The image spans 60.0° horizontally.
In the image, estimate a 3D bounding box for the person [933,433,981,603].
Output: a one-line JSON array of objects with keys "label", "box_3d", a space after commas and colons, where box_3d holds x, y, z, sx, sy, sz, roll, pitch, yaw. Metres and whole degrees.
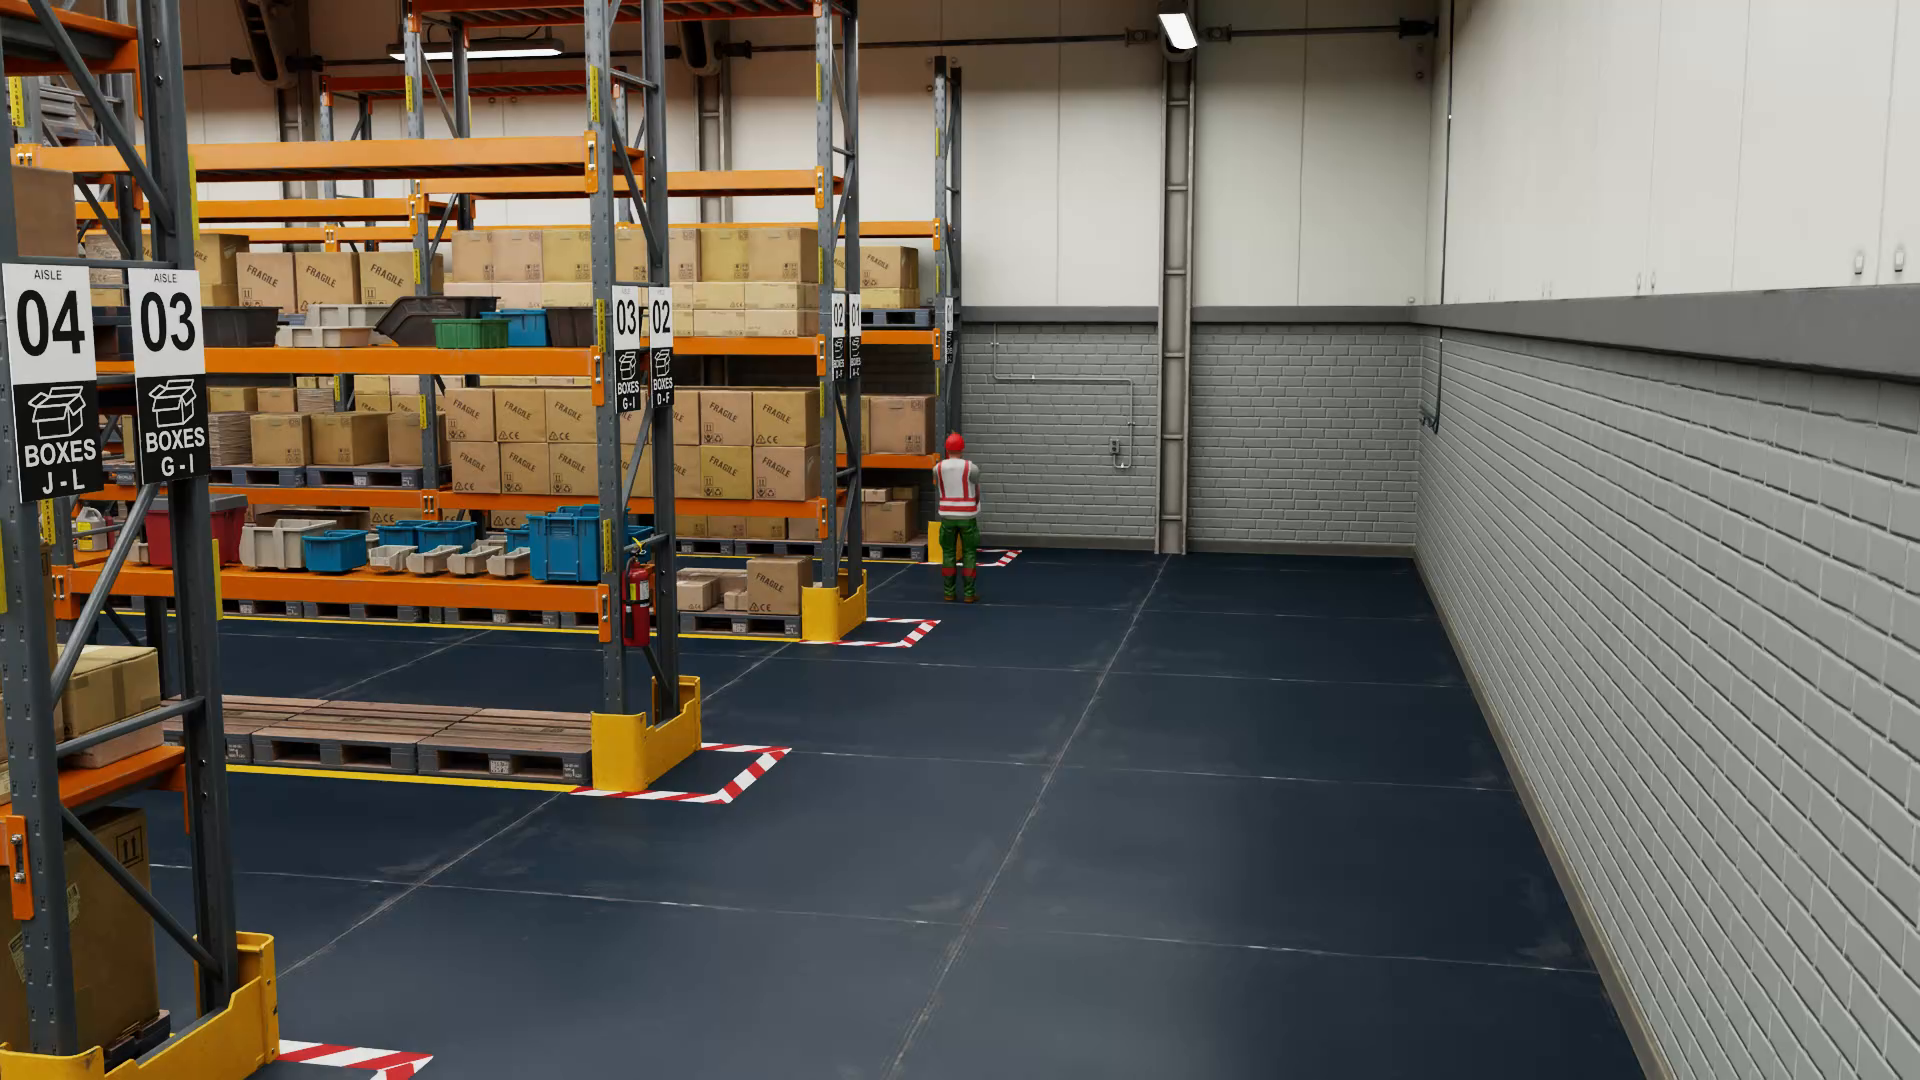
[{"label": "person", "box_3d": [-0.011, -0.250, 17.558, 0.493, 1.782, 0.571, 2, 8, 12]}]
